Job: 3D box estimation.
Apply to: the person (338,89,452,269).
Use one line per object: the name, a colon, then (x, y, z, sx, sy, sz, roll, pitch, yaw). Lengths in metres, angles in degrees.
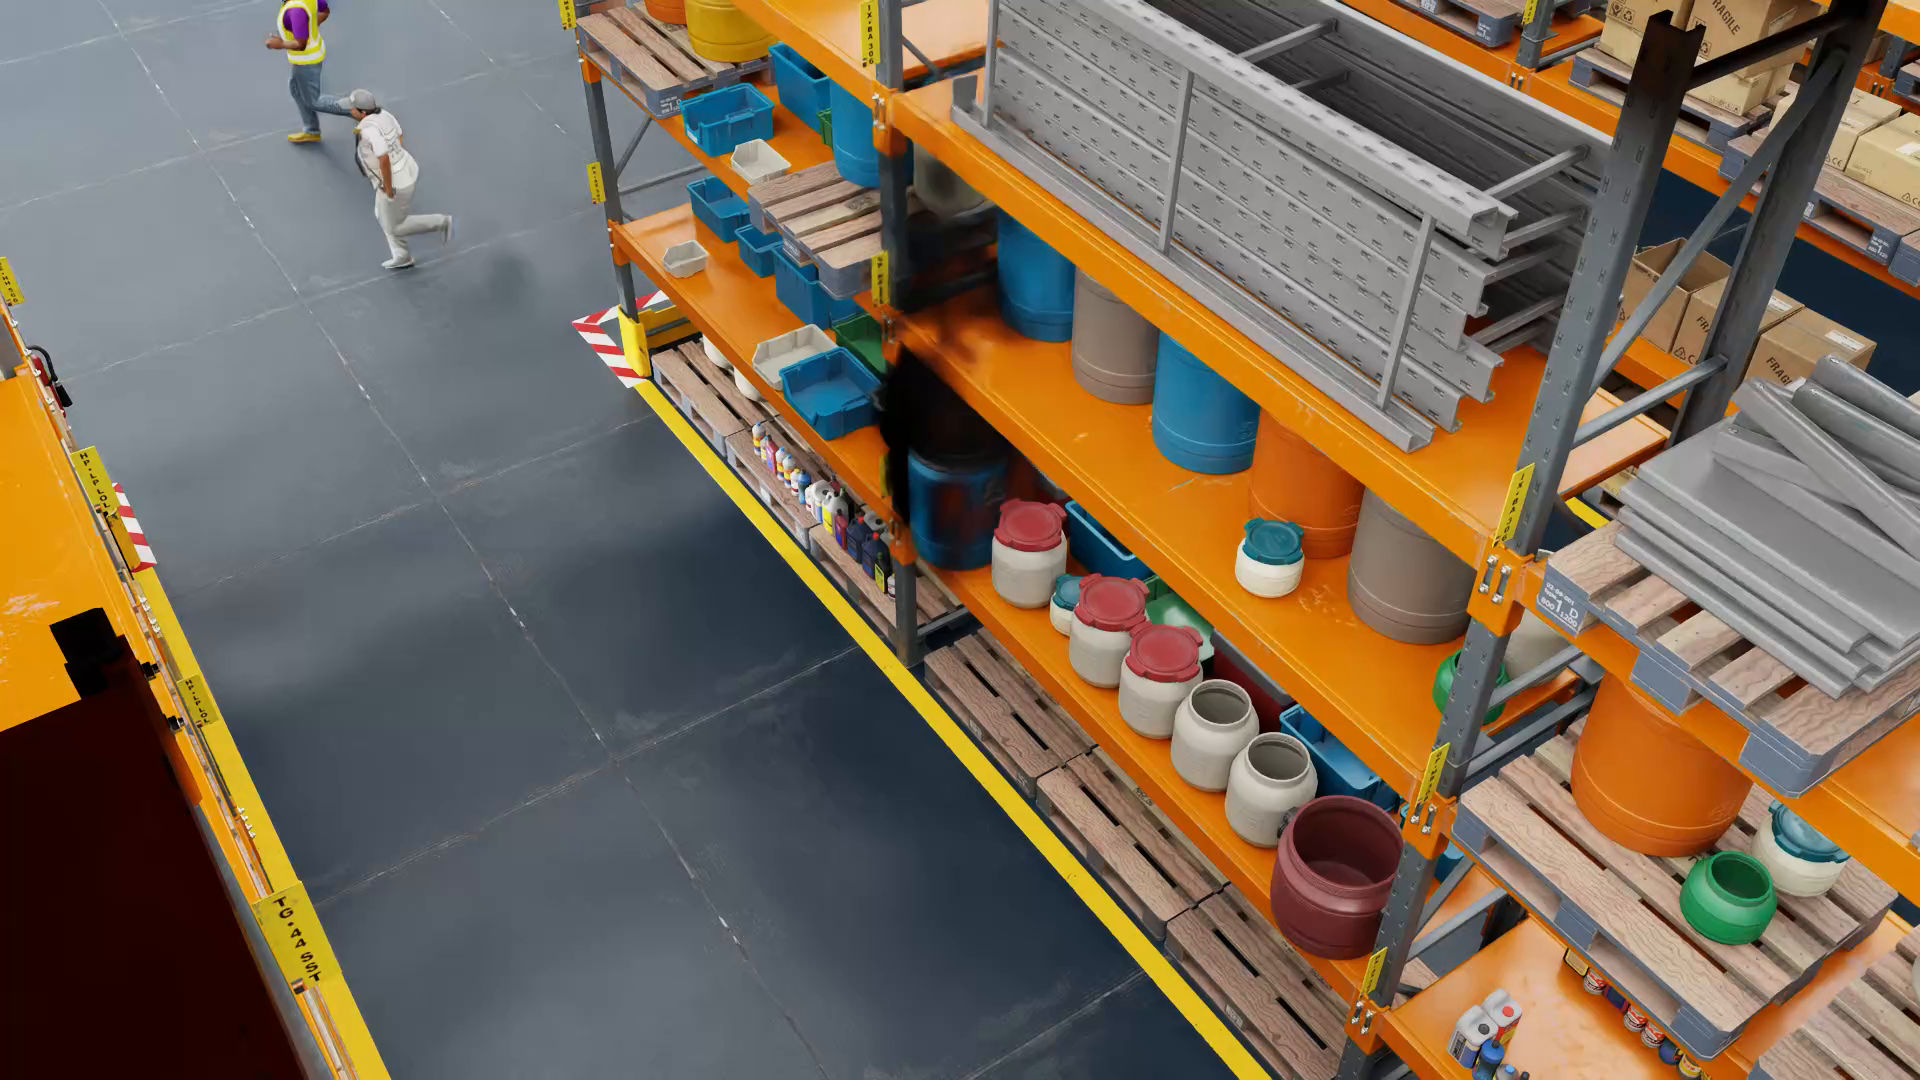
person: (-4.643, -2.978, 13.845, 0.707, 1.641, 0.629, -3, 43, -3)

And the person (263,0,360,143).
person: (-5.992, -4.469, 15.338, 0.856, 1.738, 0.714, -6, 43, -7)
